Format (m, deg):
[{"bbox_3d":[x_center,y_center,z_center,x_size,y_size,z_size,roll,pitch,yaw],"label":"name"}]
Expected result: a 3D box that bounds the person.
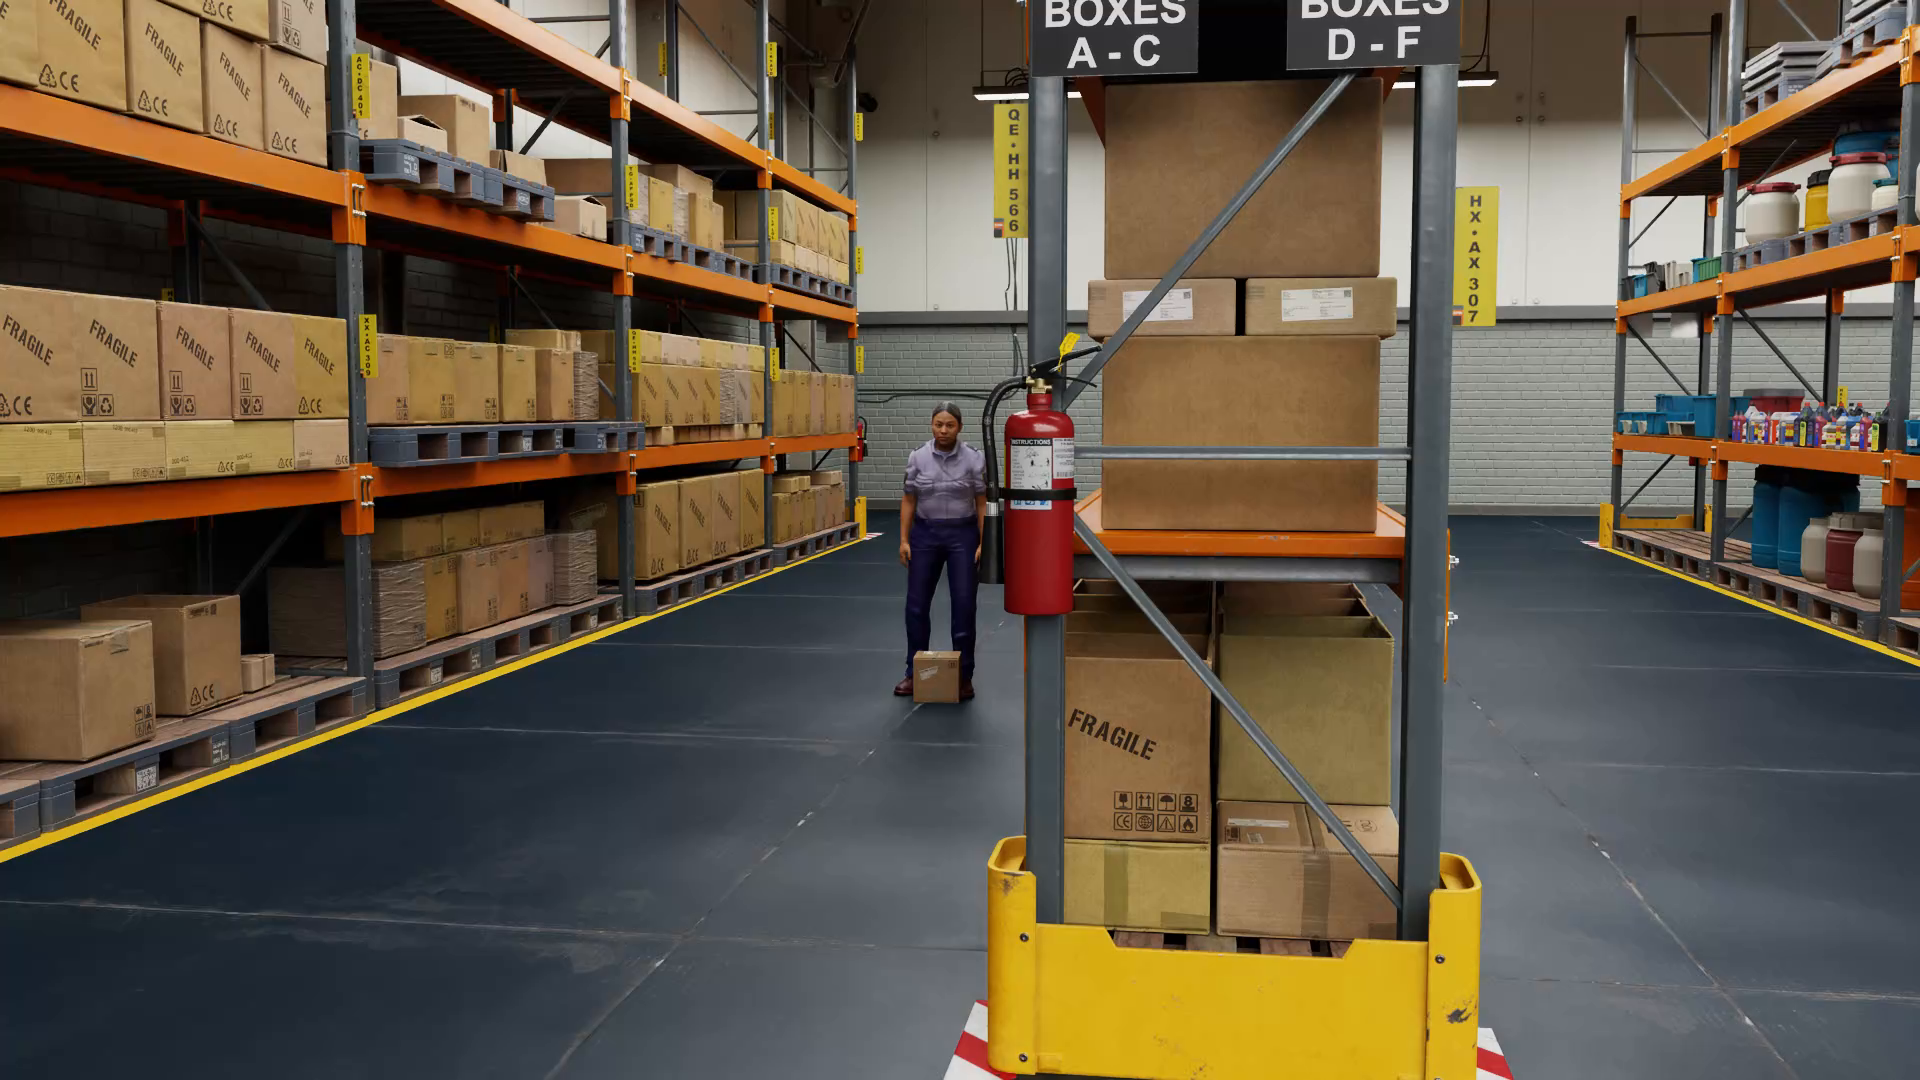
[{"bbox_3d":[-0.096,0.045,9.398,0.537,1.651,0.421,1,5,8],"label":"person"}]
